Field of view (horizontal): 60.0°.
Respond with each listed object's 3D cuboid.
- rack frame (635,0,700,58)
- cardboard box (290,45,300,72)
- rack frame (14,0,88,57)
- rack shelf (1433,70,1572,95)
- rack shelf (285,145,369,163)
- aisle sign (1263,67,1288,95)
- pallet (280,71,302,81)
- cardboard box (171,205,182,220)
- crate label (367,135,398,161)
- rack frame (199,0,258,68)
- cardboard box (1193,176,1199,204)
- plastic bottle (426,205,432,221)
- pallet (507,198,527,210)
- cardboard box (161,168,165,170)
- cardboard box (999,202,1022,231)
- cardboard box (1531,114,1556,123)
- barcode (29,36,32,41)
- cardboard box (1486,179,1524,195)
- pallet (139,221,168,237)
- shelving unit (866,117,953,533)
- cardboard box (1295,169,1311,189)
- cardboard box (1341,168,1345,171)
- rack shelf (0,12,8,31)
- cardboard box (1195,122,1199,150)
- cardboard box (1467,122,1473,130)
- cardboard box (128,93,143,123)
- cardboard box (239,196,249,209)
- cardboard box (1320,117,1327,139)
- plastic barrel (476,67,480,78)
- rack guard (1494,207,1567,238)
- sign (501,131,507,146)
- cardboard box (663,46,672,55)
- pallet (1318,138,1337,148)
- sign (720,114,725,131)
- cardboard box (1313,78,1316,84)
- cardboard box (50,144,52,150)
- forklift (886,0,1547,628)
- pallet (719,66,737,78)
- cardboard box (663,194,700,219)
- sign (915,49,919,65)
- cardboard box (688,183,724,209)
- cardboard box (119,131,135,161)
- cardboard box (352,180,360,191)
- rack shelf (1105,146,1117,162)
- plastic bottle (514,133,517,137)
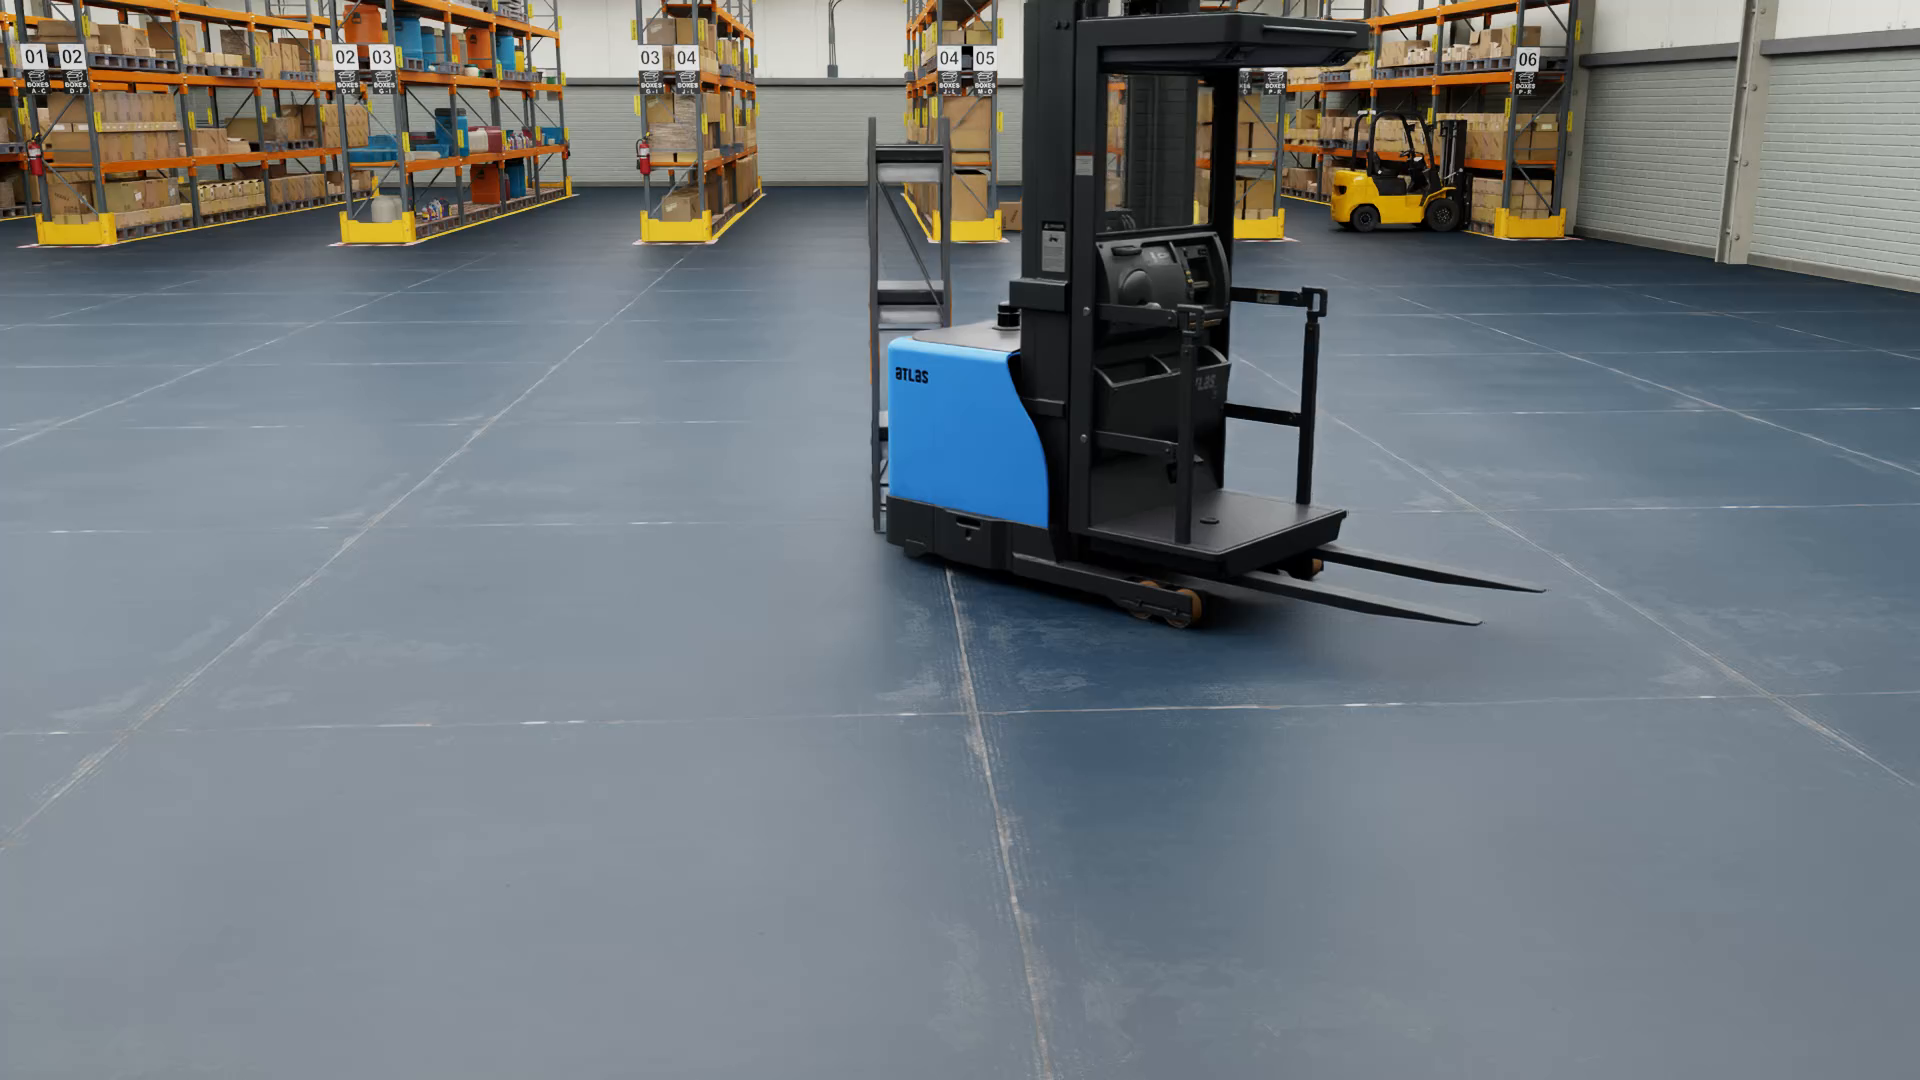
[{"bbox_3d":[-4.838,-9.468,27.265,1.000,3.000,0.127,-1,14,-3],"label":"rack frame"},{"bbox_3d":[-15.512,-11.021,38.079,0.600,0.600,0.600,-2,15,-9],"label":"cardboard box"},{"bbox_3d":[-14.726,-9.316,26.674,1.000,3.000,0.127,-1,14,-3],"label":"rack frame"},{"bbox_3d":[9.883,-8.395,30.558,1.077,0.370,4.000,-1,14,-3],"label":"rack shelf"},{"bbox_3d":[-15.593,-9.544,41.044,1.077,0.370,4.000,-1,14,-3],"label":"rack shelf"},{"bbox_3d":[5.366,-7.964,28.242,0.394,0.787,0.004,-1,14,-3],"label":"aisle sign"},{"bbox_3d":[-15.432,-10.336,37.034,1.213,0.211,1.003,-1,14,-3],"label":"pallet"},{"bbox_3d":[-14.706,-6.041,30.660,0.500,0.250,0.500,-1,14,-3],"label":"cardboard box"},{"bbox_3d":[-10.166,-6.957,29.474,0.502,0.435,0.616,-1,14,-3],"label":"crate label"},{"bbox_3d":[-15.221,-11.306,34.407,1.000,3.000,0.127,-1,14,-3],"label":"rack frame"},{"bbox_3d":[4.647,-6.532,31.066,0.500,0.500,0.500,0,14,-1],"label":"cardboard box"},{"bbox_3d":[-9.579,-5.896,29.990,0.061,0.283,0.133,-1,14,-3],"label":"plastic bottle"},{"bbox_3d":[-10.440,-7.623,37.732,1.003,0.211,1.213,-1,14,-3],"label":"pallet"},{"bbox_3d":[-20.328,-9.418,41.981,0.380,0.149,0.250,-1,14,-4],"label":"cardboard box"},{"bbox_3d":[0.991,-6.029,30.951,0.500,0.500,0.500,2,15,6],"label":"cardboard box"},{"bbox_3d":[10.199,-7.387,29.116,0.380,0.149,0.250,-1,14,-5],"label":"cardboard box"},{"bbox_3d":[-15.226,-8.212,27.239,0.001,0.075,0.075,-1,14,-3],"label":"barcode"},{"bbox_3d":[9.667,-6.259,29.501,0.500,0.250,0.500,0,14,-2],"label":"cardboard box"},{"bbox_3d":[-14.888,-5.552,29.682,1.003,0.211,1.213,-1,14,-3],"label":"pallet"},{"bbox_3d":[-0.259,-1.116,8.651,0.431,2.100,0.503,-1,14,-2],"label":"shelving unit"},{"bbox_3d":[8.906,-9.265,42.691,0.500,0.500,0.500,-1,14,-2],"label":"cardboard box"},{"bbox_3d":[9.163,-8.667,39.065,0.380,0.149,0.250,0,14,-1],"label":"cardboard box"},{"bbox_3d":[-20.041,-10.189,32.313,1.077,0.370,4.000,-1,14,-3],"label":"rack shelf"},{"bbox_3d":[4.626,-7.540,31.012,0.500,0.500,0.500,-1,14,-4],"label":"cardboard box"},{"bbox_3d":[9.592,-7.682,30.862,0.380,0.149,0.250,-1,14,-5],"label":"cardboard box"},{"bbox_3d":[-14.846,-7.597,29.230,0.700,0.500,0.500,-1,14,-3],"label":"cardboard box"},{"bbox_3d":[-14.882,-6.892,33.967,0.500,0.250,0.500,-1,14,-2],"label":"cardboard box"},{"bbox_3d":[9.070,-9.906,39.962,0.700,0.500,0.500,-1,14,-2],"label":"cardboard box"},{"bbox_3d":[-10.211,-9.793,34.858,0.294,0.245,0.294,0,14,0],"label":"plastic barrel"},{"bbox_3d":[10.008,-5.577,29.197,1.175,0.500,0.348,-1,14,-3],"label":"rack guard"},{"bbox_3d":[-9.729,-8.565,35.468,0.100,0.325,0.005,-1,14,-3],"label":"sign"},{"bbox_3d":[-5.066,-8.267,28.116,0.380,0.149,0.250,-1,14,-5],"label":"cardboard box"},{"bbox_3d":[9.204,-9.484,39.753,1.003,0.211,1.213,-1,14,-3],"label":"pallet"},{"bbox_3d":[-4.545,-7.987,31.811,0.100,0.325,0.005,-1,14,-3],"label":"sign"},{"bbox_3d":[8.926,-11.321,40.992,0.380,0.149,0.250,0,14,-2],"label":"cardboard box"},{"bbox_3d":[-20.062,-8.616,36.457,0.380,0.149,0.250,-1,14,-3],"label":"cardboard box"},{"bbox_3d":[1.070,-1.192,7.279,3.031,2.935,1.130,13,19,40],"label":"forklift"},{"bbox_3d":[-5.085,-9.332,33.134,1.213,0.211,1.003,-1,14,-3],"label":"pallet"},{"bbox_3d":[-4.932,-5.859,29.452,0.500,0.500,0.500,3,15,11],"label":"cardboard box"},{"bbox_3d":[-0.919,-10.299,35.477,0.100,0.325,0.005,-1,14,-3],"label":"sign"},{"bbox_3d":[-5.149,-6.971,33.733,0.700,0.500,0.500,-2,15,-8],"label":"cardboard box"},{"bbox_3d":[-14.804,-6.829,28.849,0.700,0.500,0.500,-1,14,-3],"label":"cardboard box"},{"bbox_3d":[-15.409,-8.903,41.744,0.500,0.250,0.500,-1,14,-3],"label":"cardboard box"},{"bbox_3d":[4.185,-9.849,42.229,1.077,0.370,4.000,-1,14,-3],"label":"rack shelf"},{"bbox_3d":[-10.286,-9.221,38.443,0.144,0.351,0.185,-1,14,-3],"label":"plastic bottle"}]
